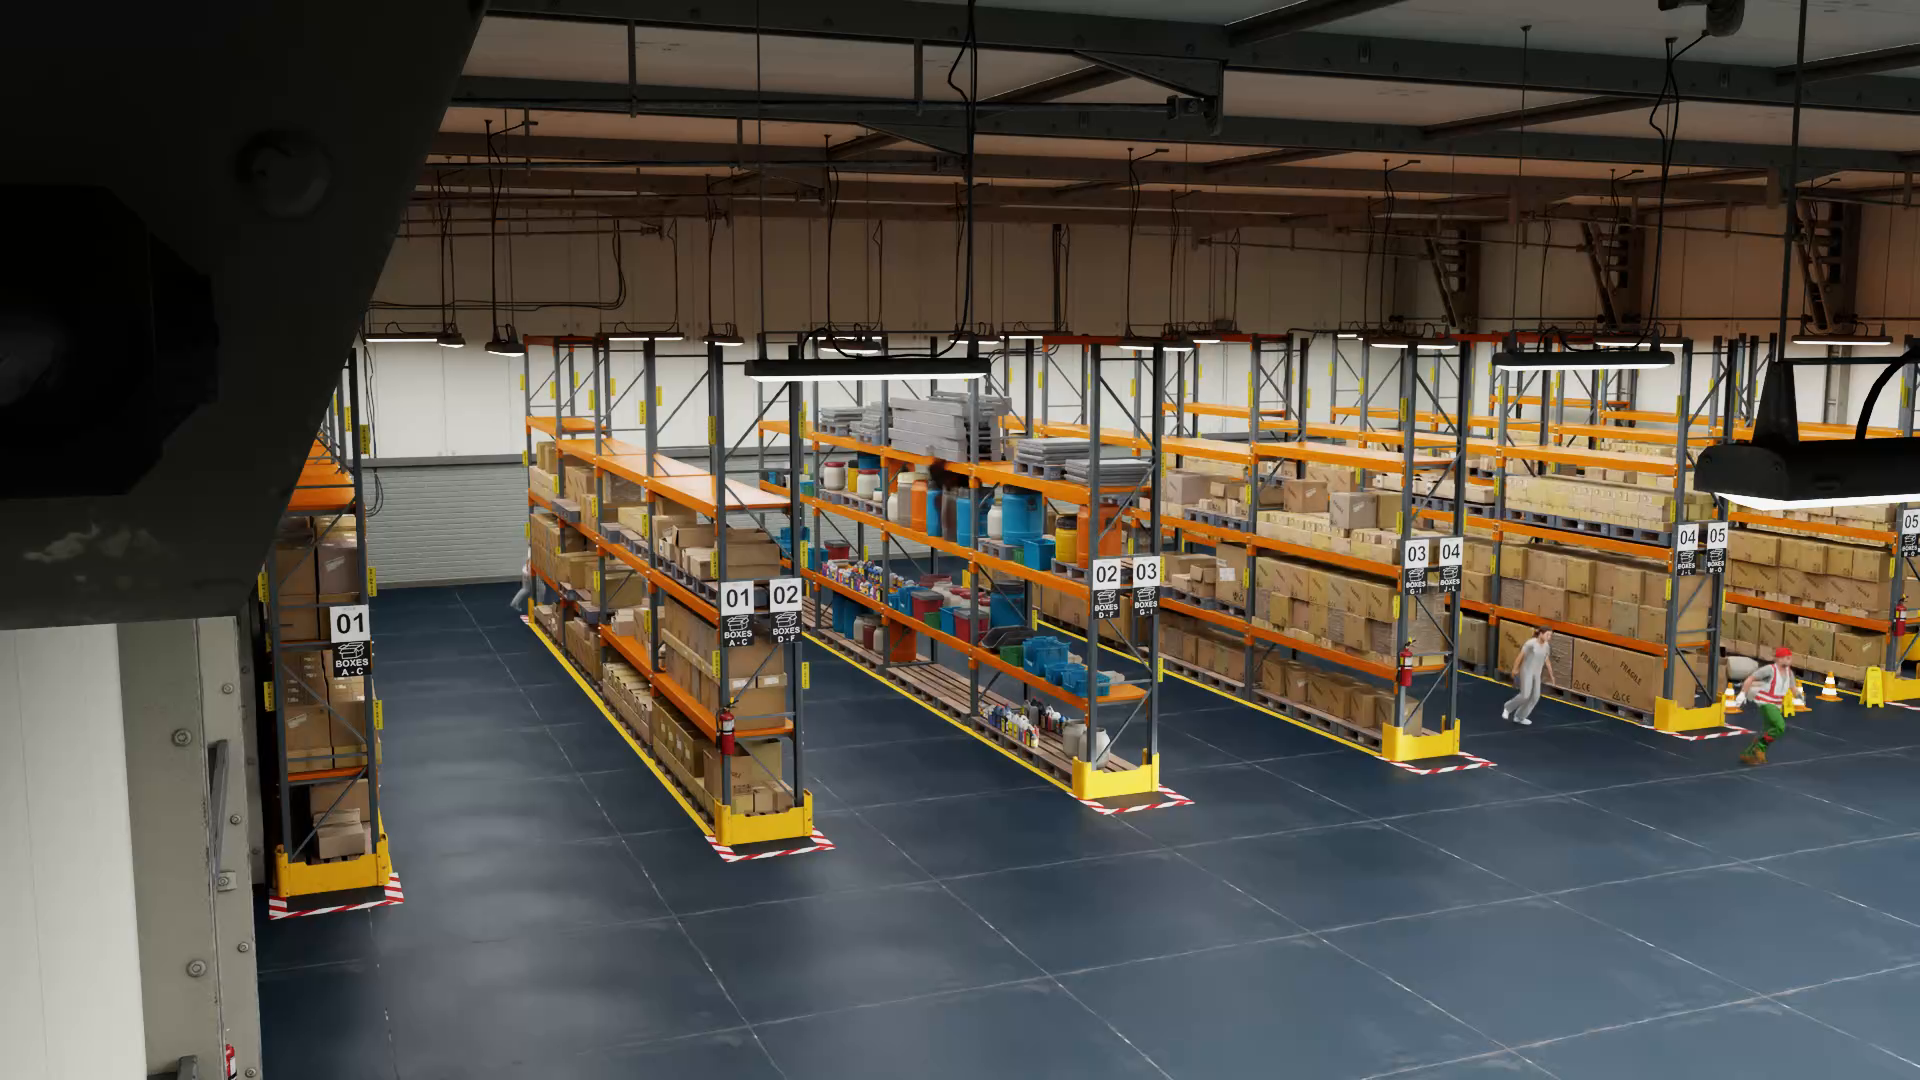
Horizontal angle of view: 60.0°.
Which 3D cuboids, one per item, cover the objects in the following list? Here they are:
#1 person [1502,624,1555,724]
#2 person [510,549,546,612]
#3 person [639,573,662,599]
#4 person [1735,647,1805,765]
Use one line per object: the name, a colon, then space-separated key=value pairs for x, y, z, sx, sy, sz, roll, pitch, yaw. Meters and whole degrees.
person: x=8.879 y=2.084 z=25.969 sx=0.689 sy=1.596 sz=0.588 roll=-3 pitch=8 yaw=-24
person: x=-9.238 y=0.776 z=35.801 sx=0.820 sy=1.672 sz=0.586 roll=-5 pitch=9 yaw=-32
person: x=-6.493 y=0.874 z=34.916 sx=0.554 sy=1.673 sz=0.759 roll=-5 pitch=9 yaw=-34
person: x=11.588 y=2.365 z=23.658 sx=0.842 sy=1.684 sz=0.719 roll=-5 pitch=9 yaw=-35
